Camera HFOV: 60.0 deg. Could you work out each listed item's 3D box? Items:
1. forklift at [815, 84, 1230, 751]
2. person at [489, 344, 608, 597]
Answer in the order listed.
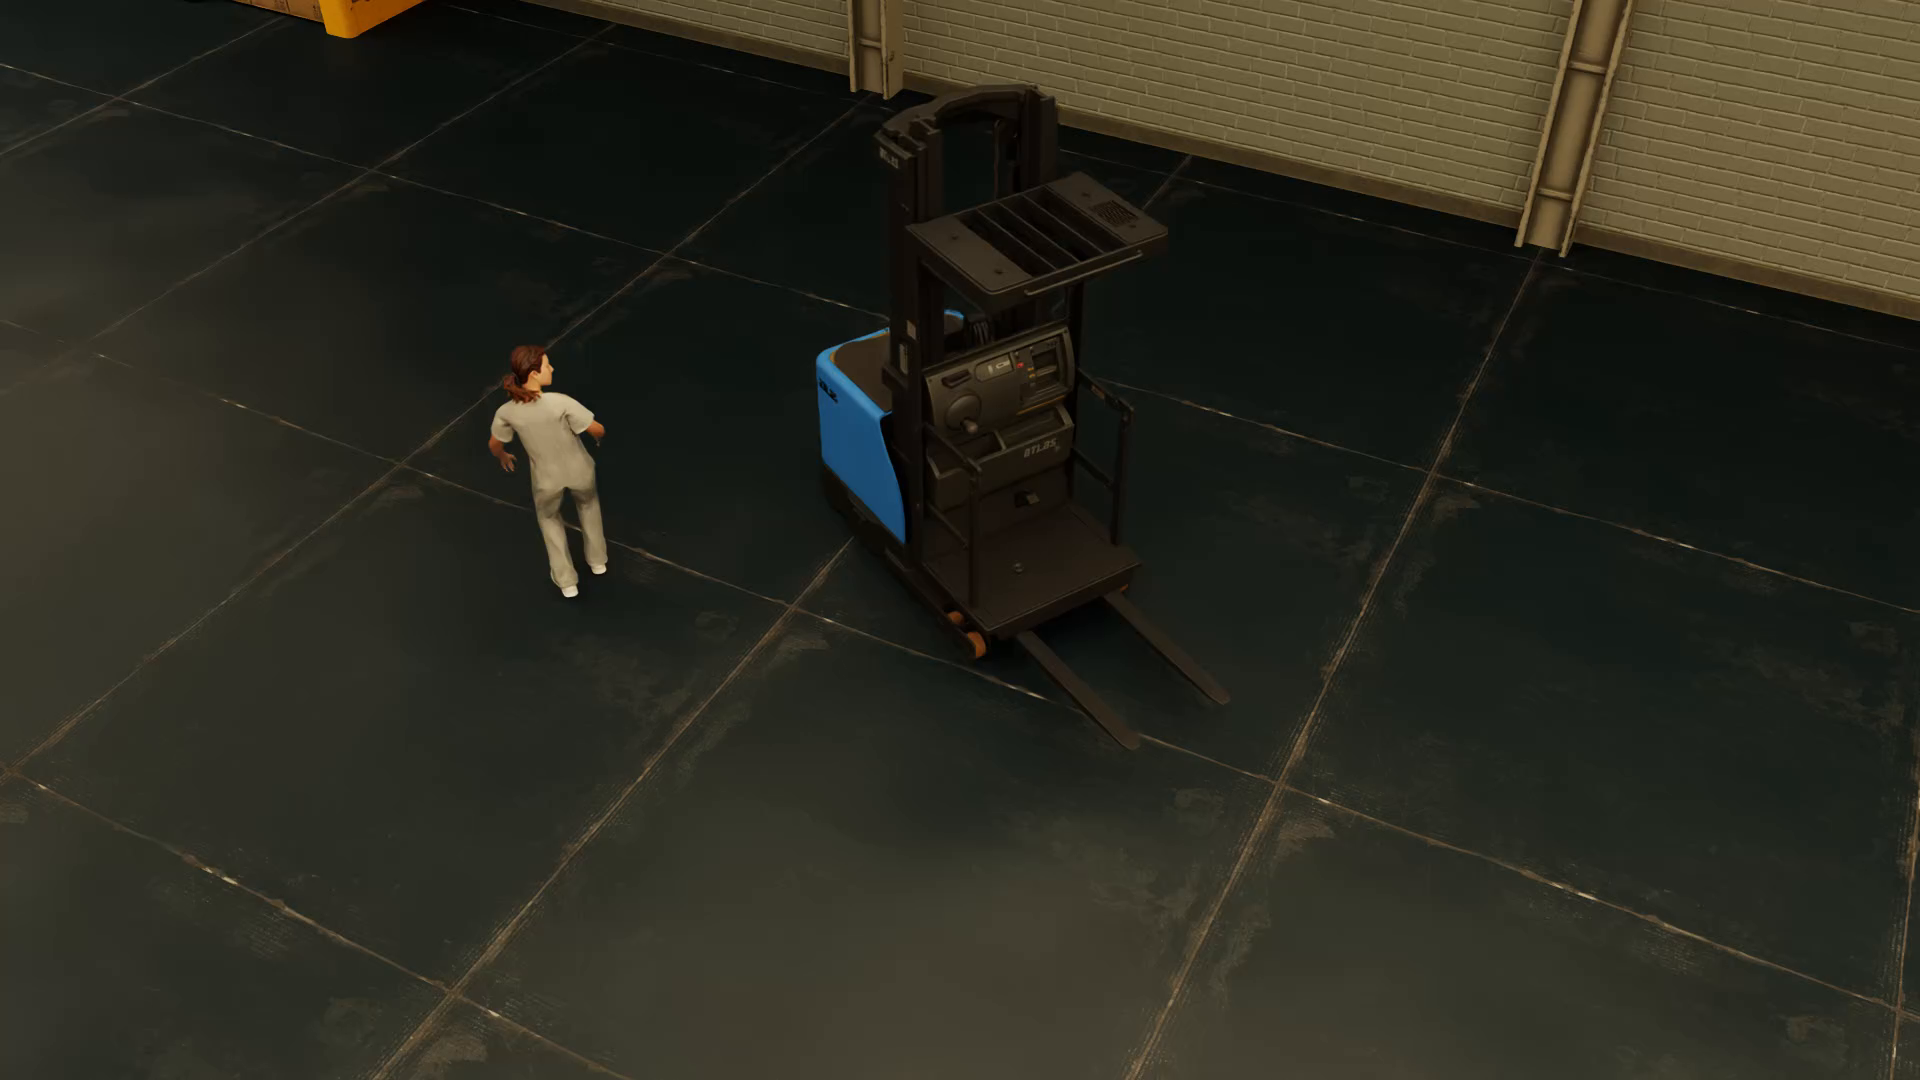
[{"bbox_3d":[0.343,-0.793,8.929,1.130,2.935,3.031,-23,45,-25],"label":"forklift"},{"bbox_3d":[-2.322,-0.331,9.581,0.644,1.402,0.472,-8,41,-9],"label":"person"}]
